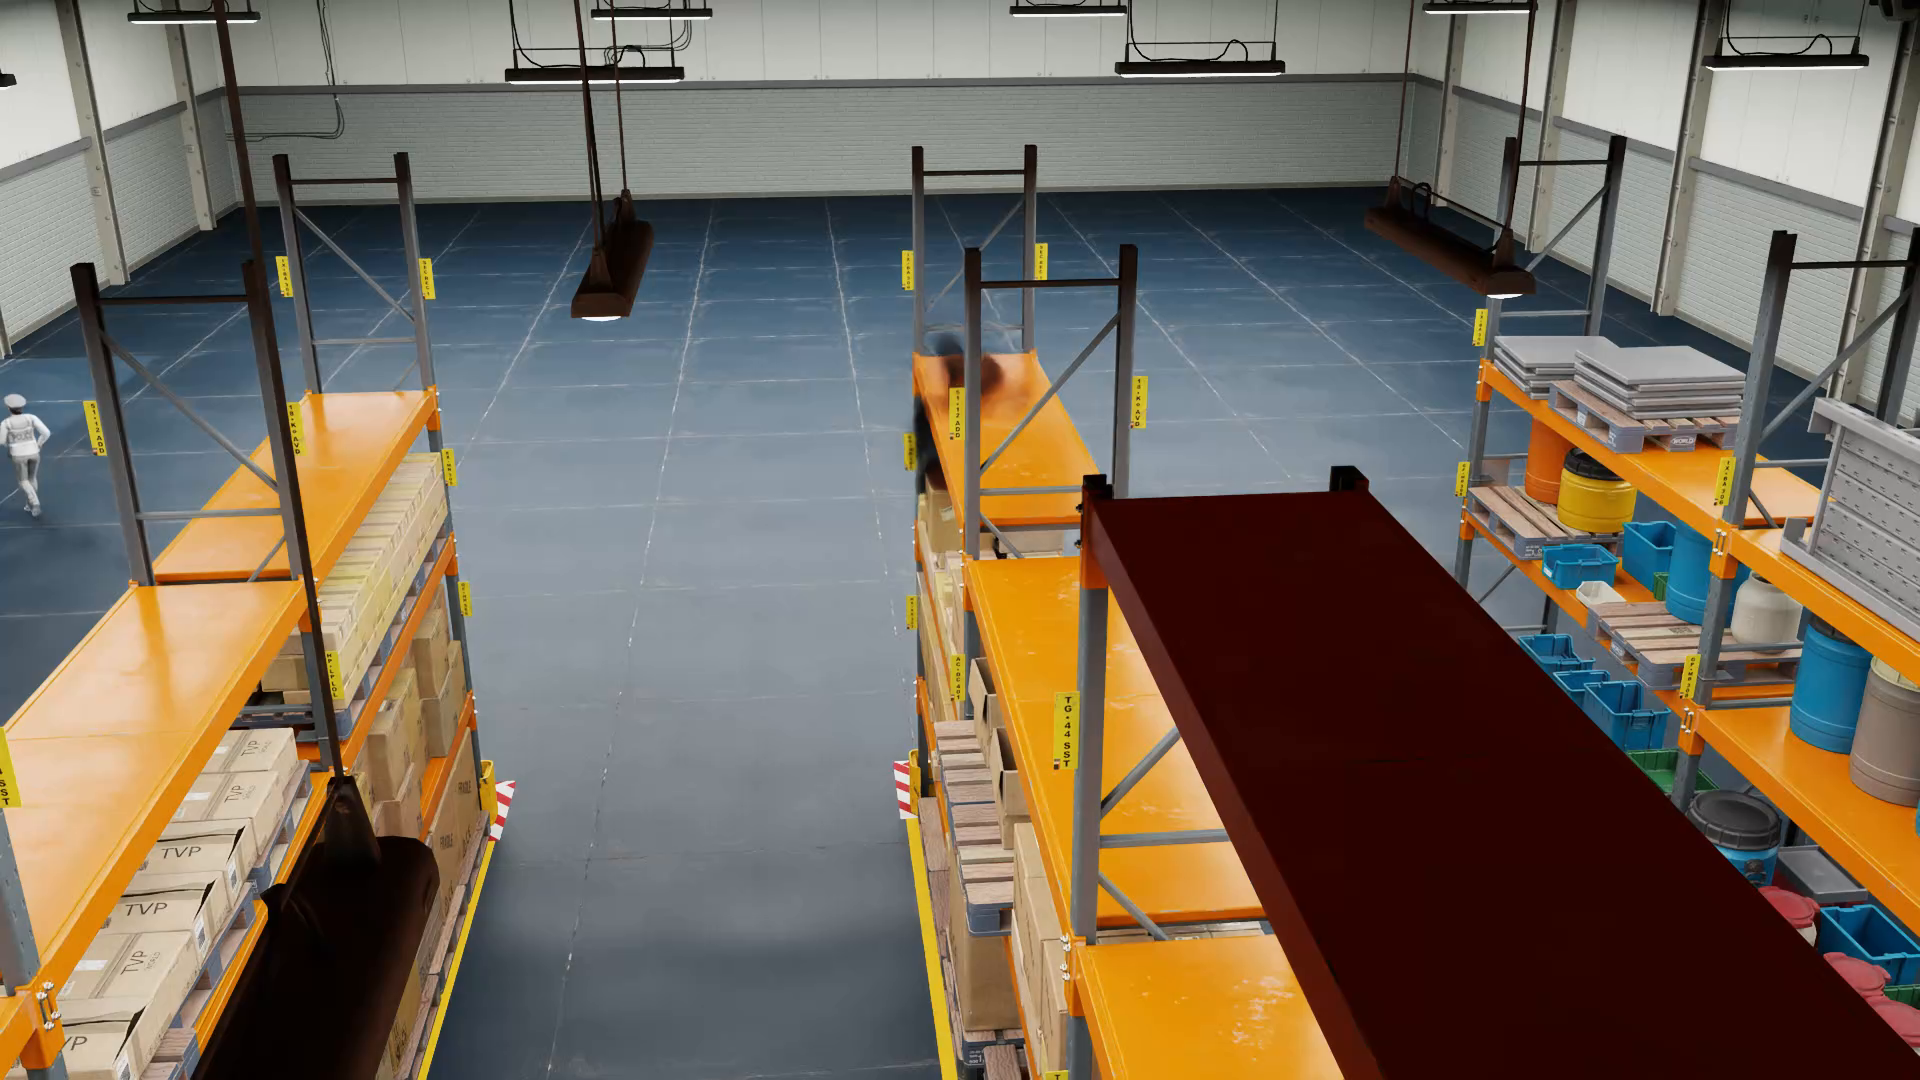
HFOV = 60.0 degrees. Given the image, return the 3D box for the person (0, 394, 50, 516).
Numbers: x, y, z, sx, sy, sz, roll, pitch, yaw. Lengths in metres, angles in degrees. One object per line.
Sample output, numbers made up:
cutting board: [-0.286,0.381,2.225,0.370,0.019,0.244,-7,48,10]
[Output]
person: [-12.463,-1.124,22.191,0.745,1.683,0.627,20,29,41]
